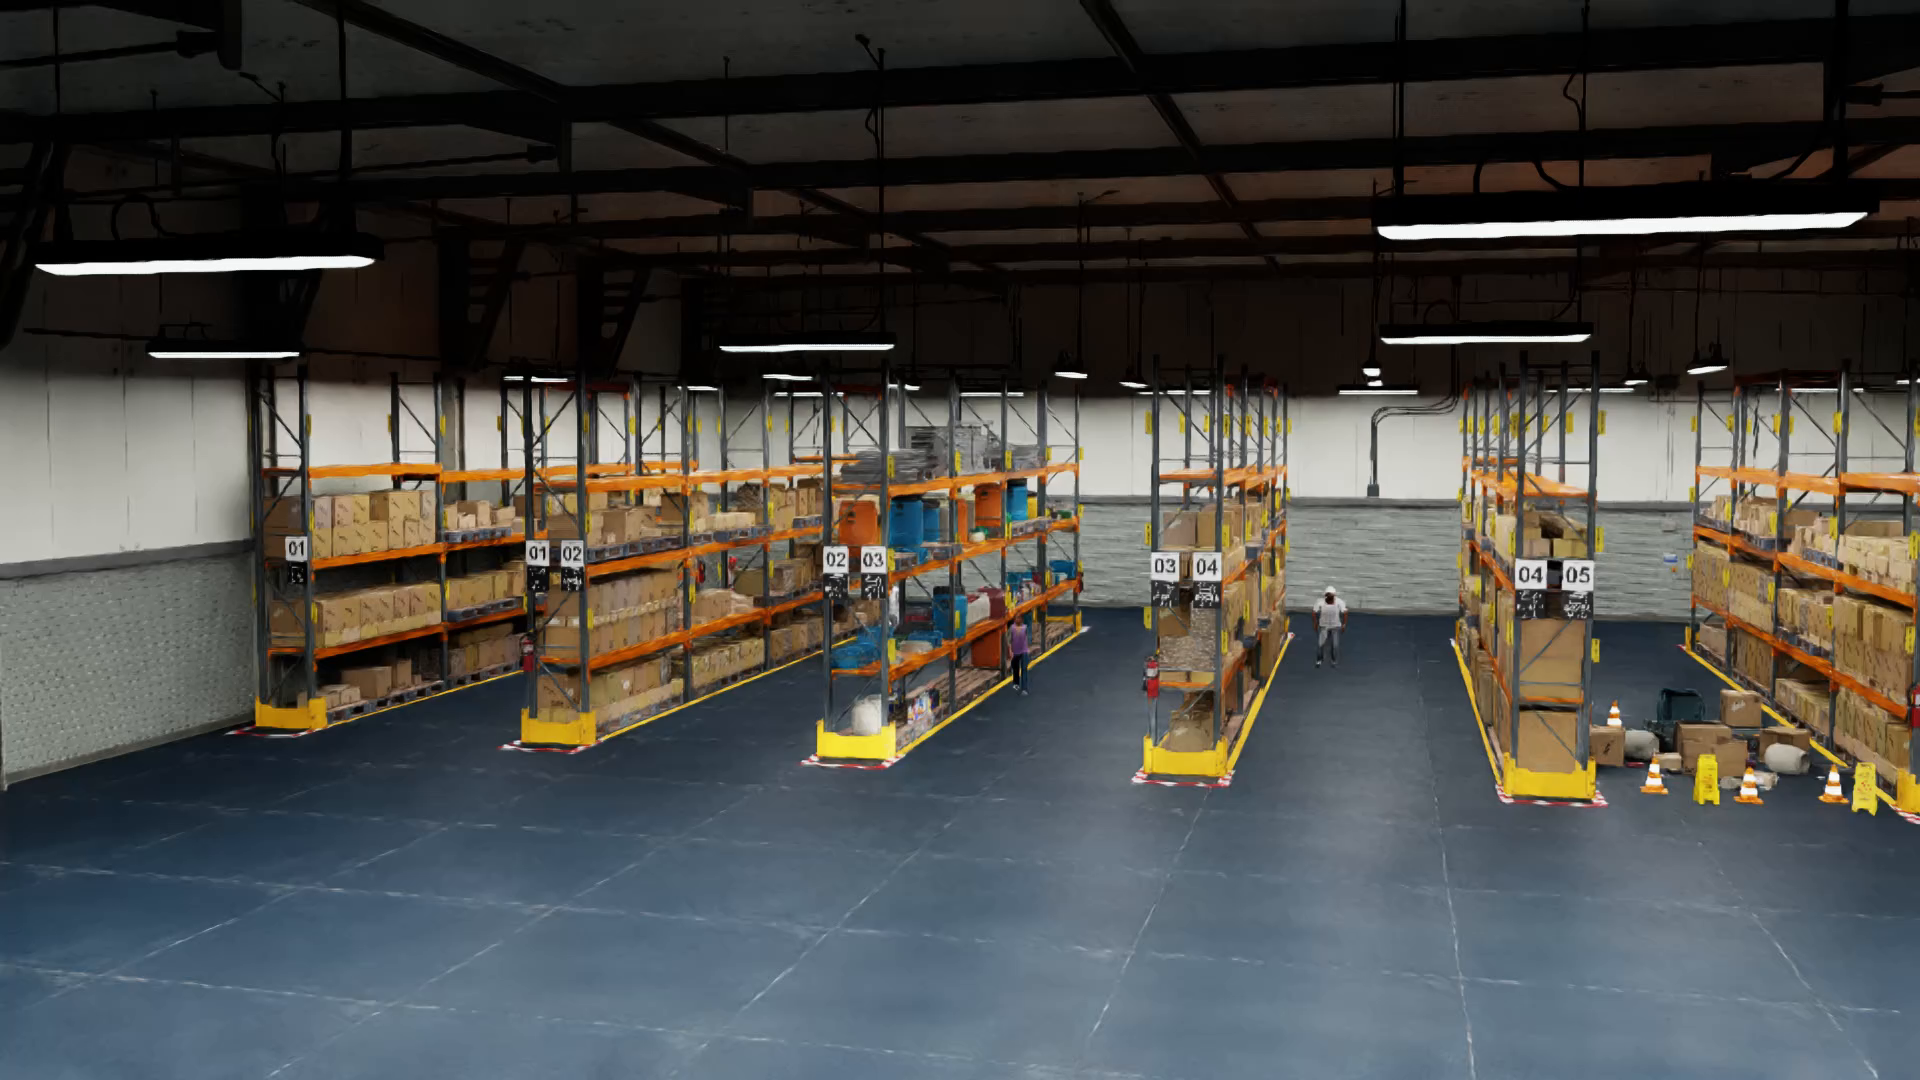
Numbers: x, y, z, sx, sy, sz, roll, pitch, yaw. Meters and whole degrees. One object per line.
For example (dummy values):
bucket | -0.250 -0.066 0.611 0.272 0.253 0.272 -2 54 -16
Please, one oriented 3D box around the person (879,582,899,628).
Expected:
person | -1.514 1.582 36.657 0.577 1.679 0.880 1 4 13

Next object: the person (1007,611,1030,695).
person | 1.090 2.086 30.977 0.411 1.533 0.957 0 4 6

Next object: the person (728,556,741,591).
person | -5.686 1.253 41.774 0.553 1.709 1.117 1 4 17

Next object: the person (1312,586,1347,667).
person | 7.627 1.785 34.358 0.719 1.714 0.577 1 4 12
